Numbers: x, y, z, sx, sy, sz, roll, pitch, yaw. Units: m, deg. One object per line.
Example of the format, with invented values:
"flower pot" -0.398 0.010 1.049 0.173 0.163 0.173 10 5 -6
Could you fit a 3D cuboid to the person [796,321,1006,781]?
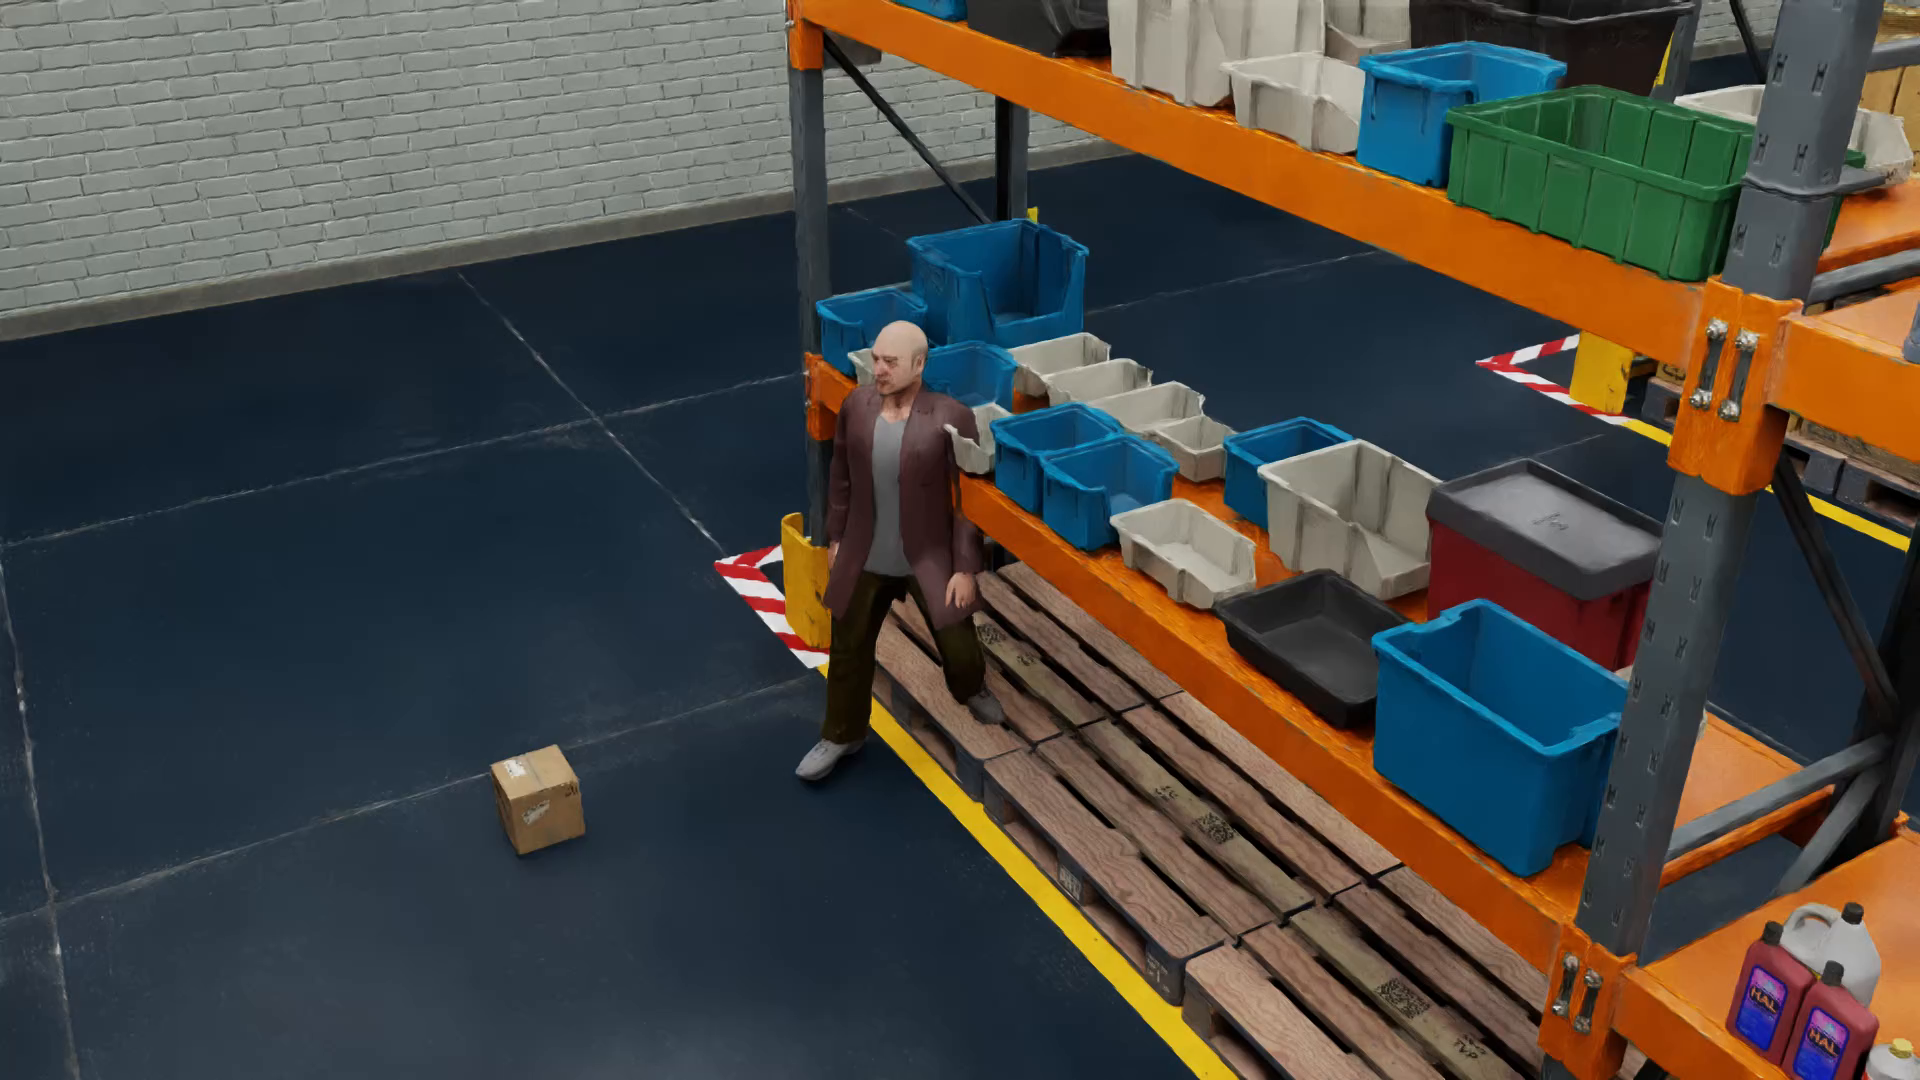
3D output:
"person" -0.197 0.073 6.042 0.728 1.769 0.612 10 30 17
